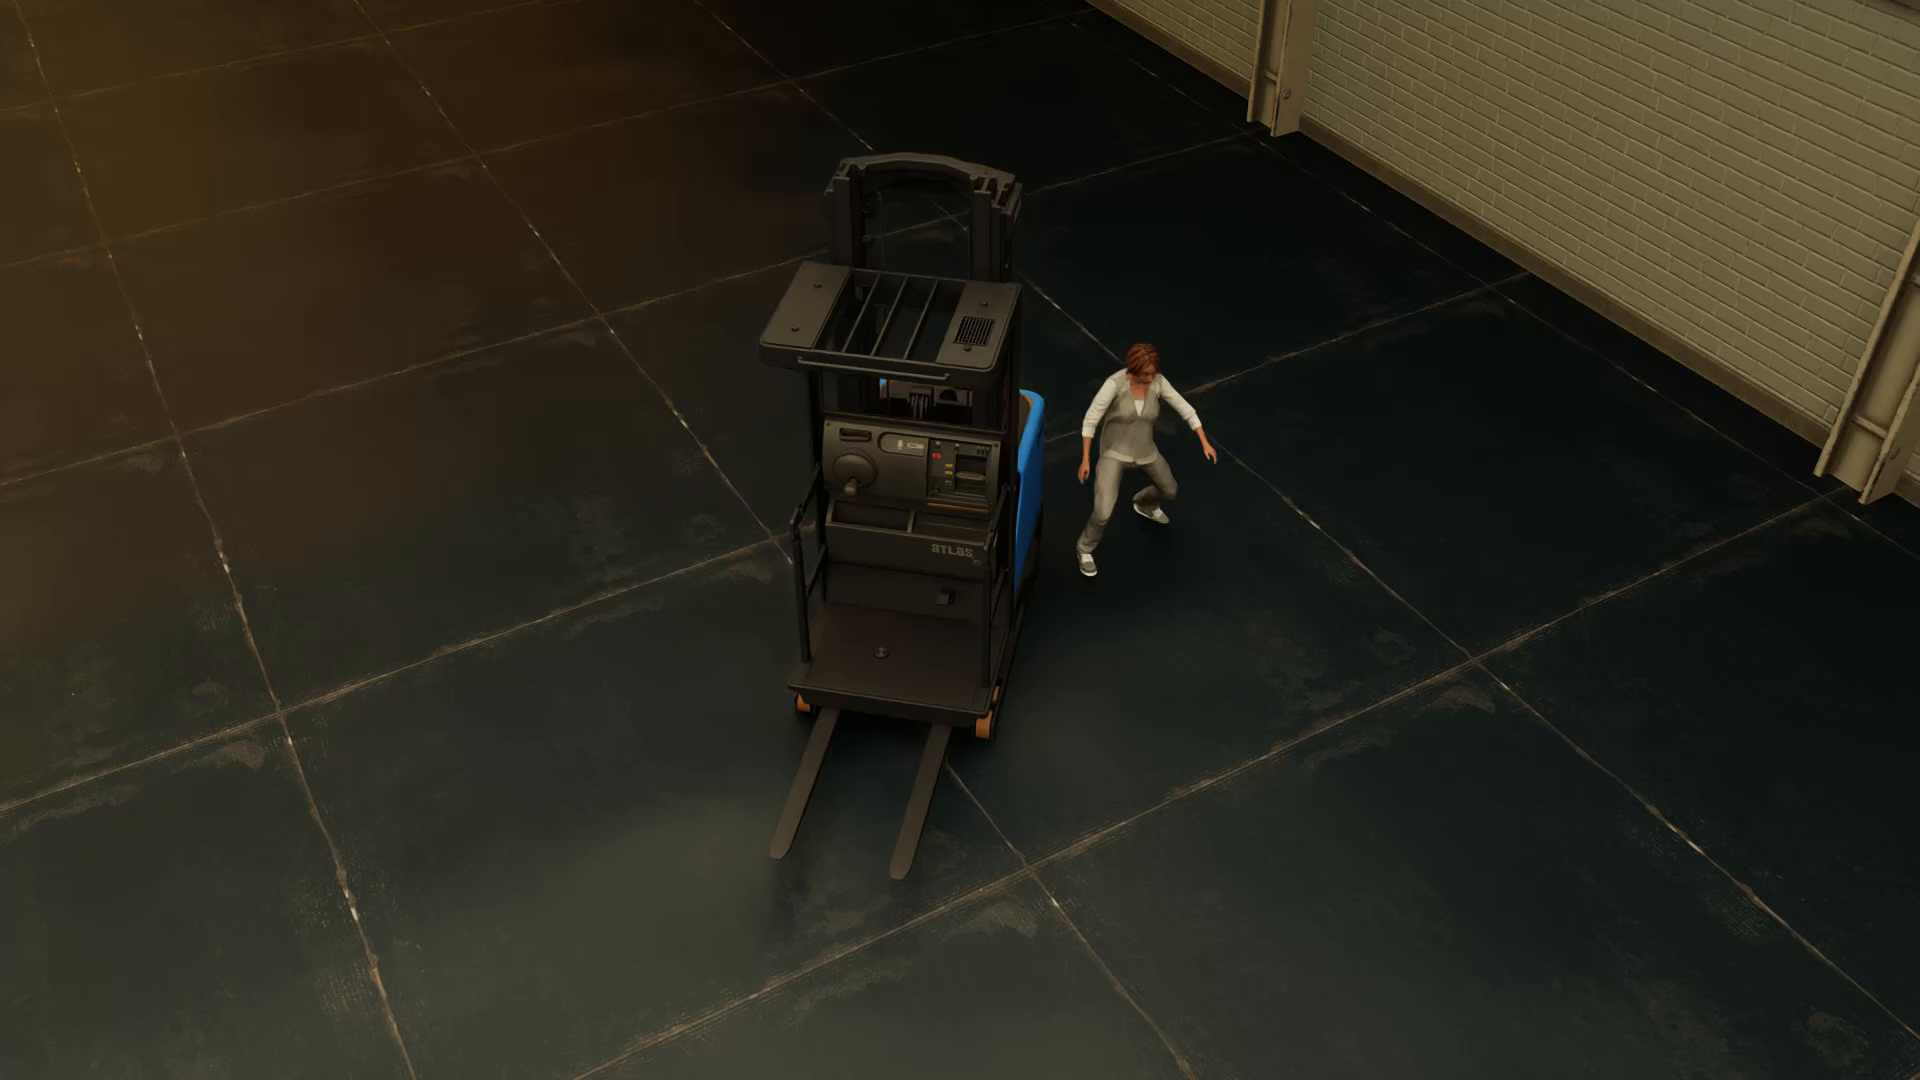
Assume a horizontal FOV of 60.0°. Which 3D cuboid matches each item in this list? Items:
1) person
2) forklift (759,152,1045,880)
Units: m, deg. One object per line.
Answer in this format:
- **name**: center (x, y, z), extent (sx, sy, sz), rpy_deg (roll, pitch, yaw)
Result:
- **person**: center (1.059, -0.523, 9.861), extent (0.821, 1.480, 0.652), rpy_deg (-10, 41, -12)
- **forklift**: center (-0.294, -0.310, 8.410), extent (1.130, 2.935, 3.031), rpy_deg (8, 40, 9)
